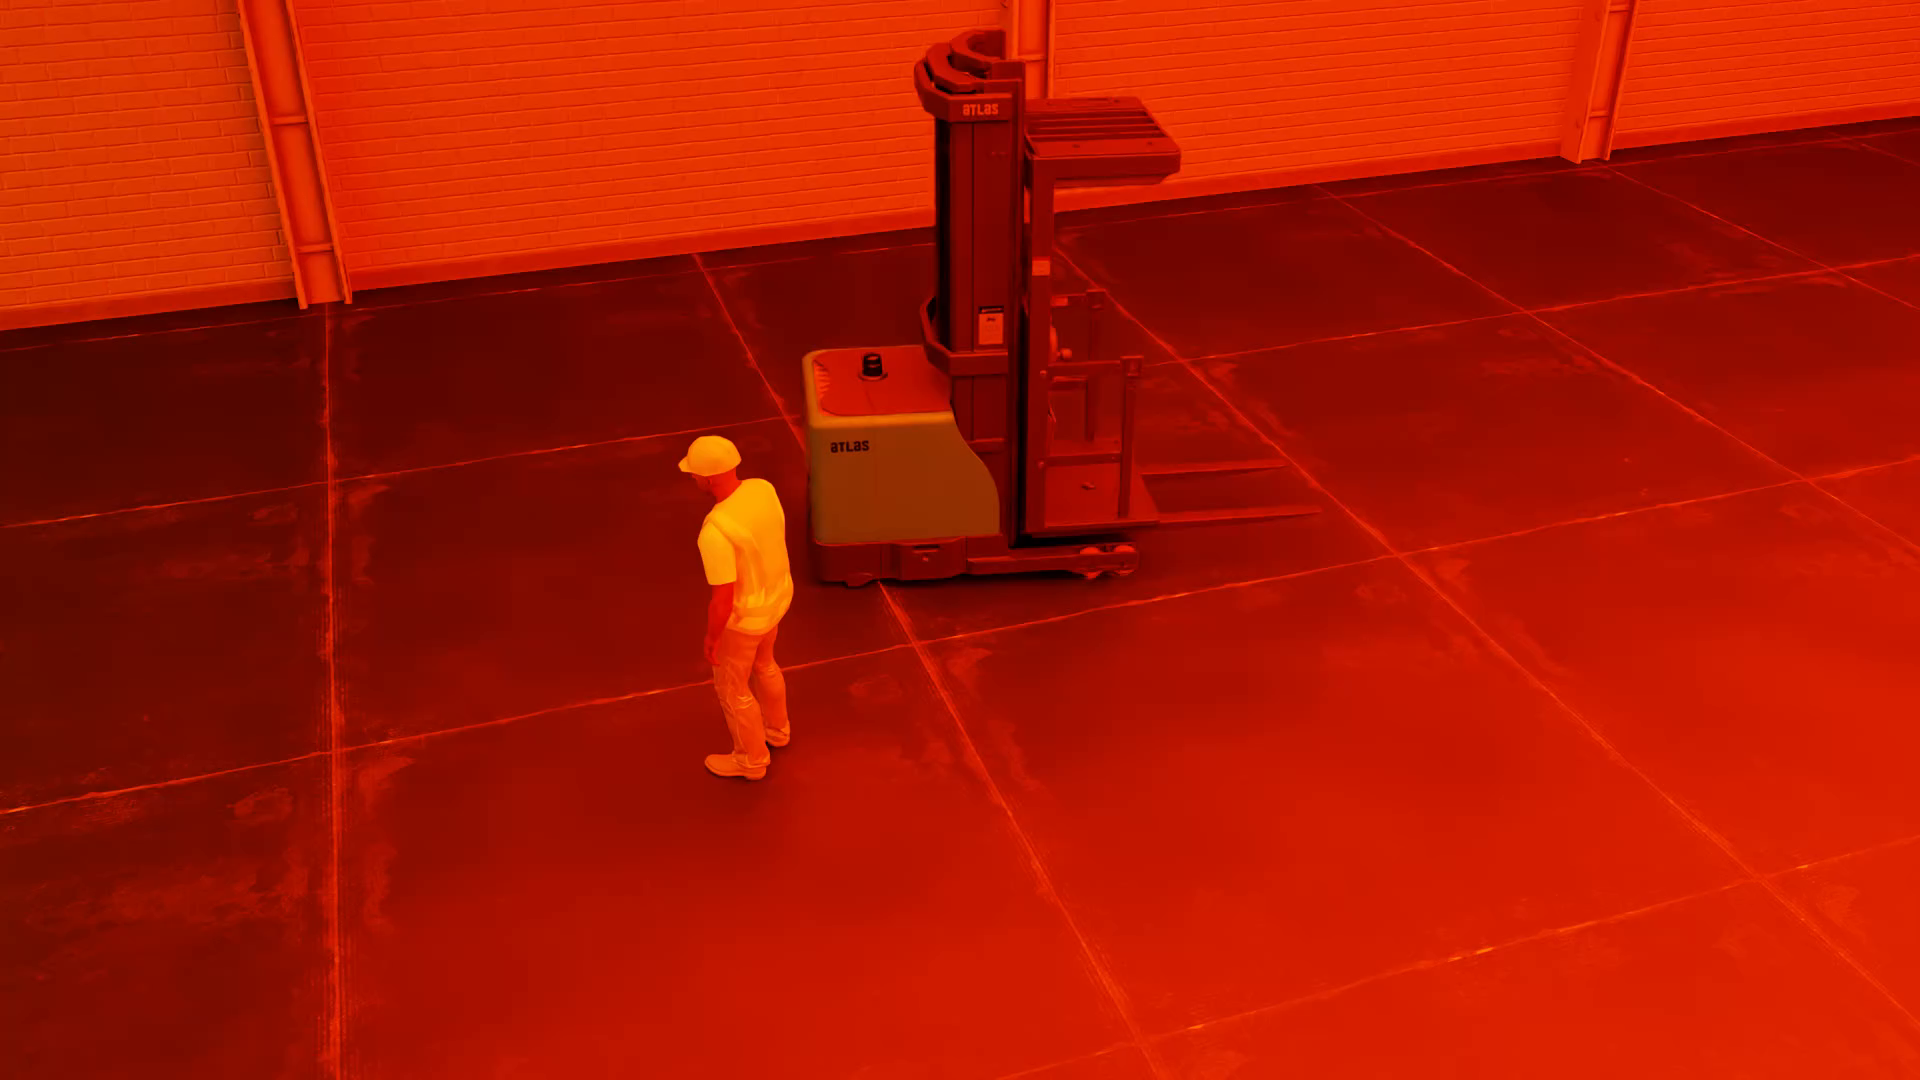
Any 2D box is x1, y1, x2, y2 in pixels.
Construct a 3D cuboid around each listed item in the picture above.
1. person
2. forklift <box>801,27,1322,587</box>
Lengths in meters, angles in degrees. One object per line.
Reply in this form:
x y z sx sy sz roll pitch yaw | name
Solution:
-1.021 0.309 7.729 0.463 1.759 0.627 11 32 19 | person
0.609 -1.318 9.377 3.031 2.935 1.130 -4 30 -6 | forklift
